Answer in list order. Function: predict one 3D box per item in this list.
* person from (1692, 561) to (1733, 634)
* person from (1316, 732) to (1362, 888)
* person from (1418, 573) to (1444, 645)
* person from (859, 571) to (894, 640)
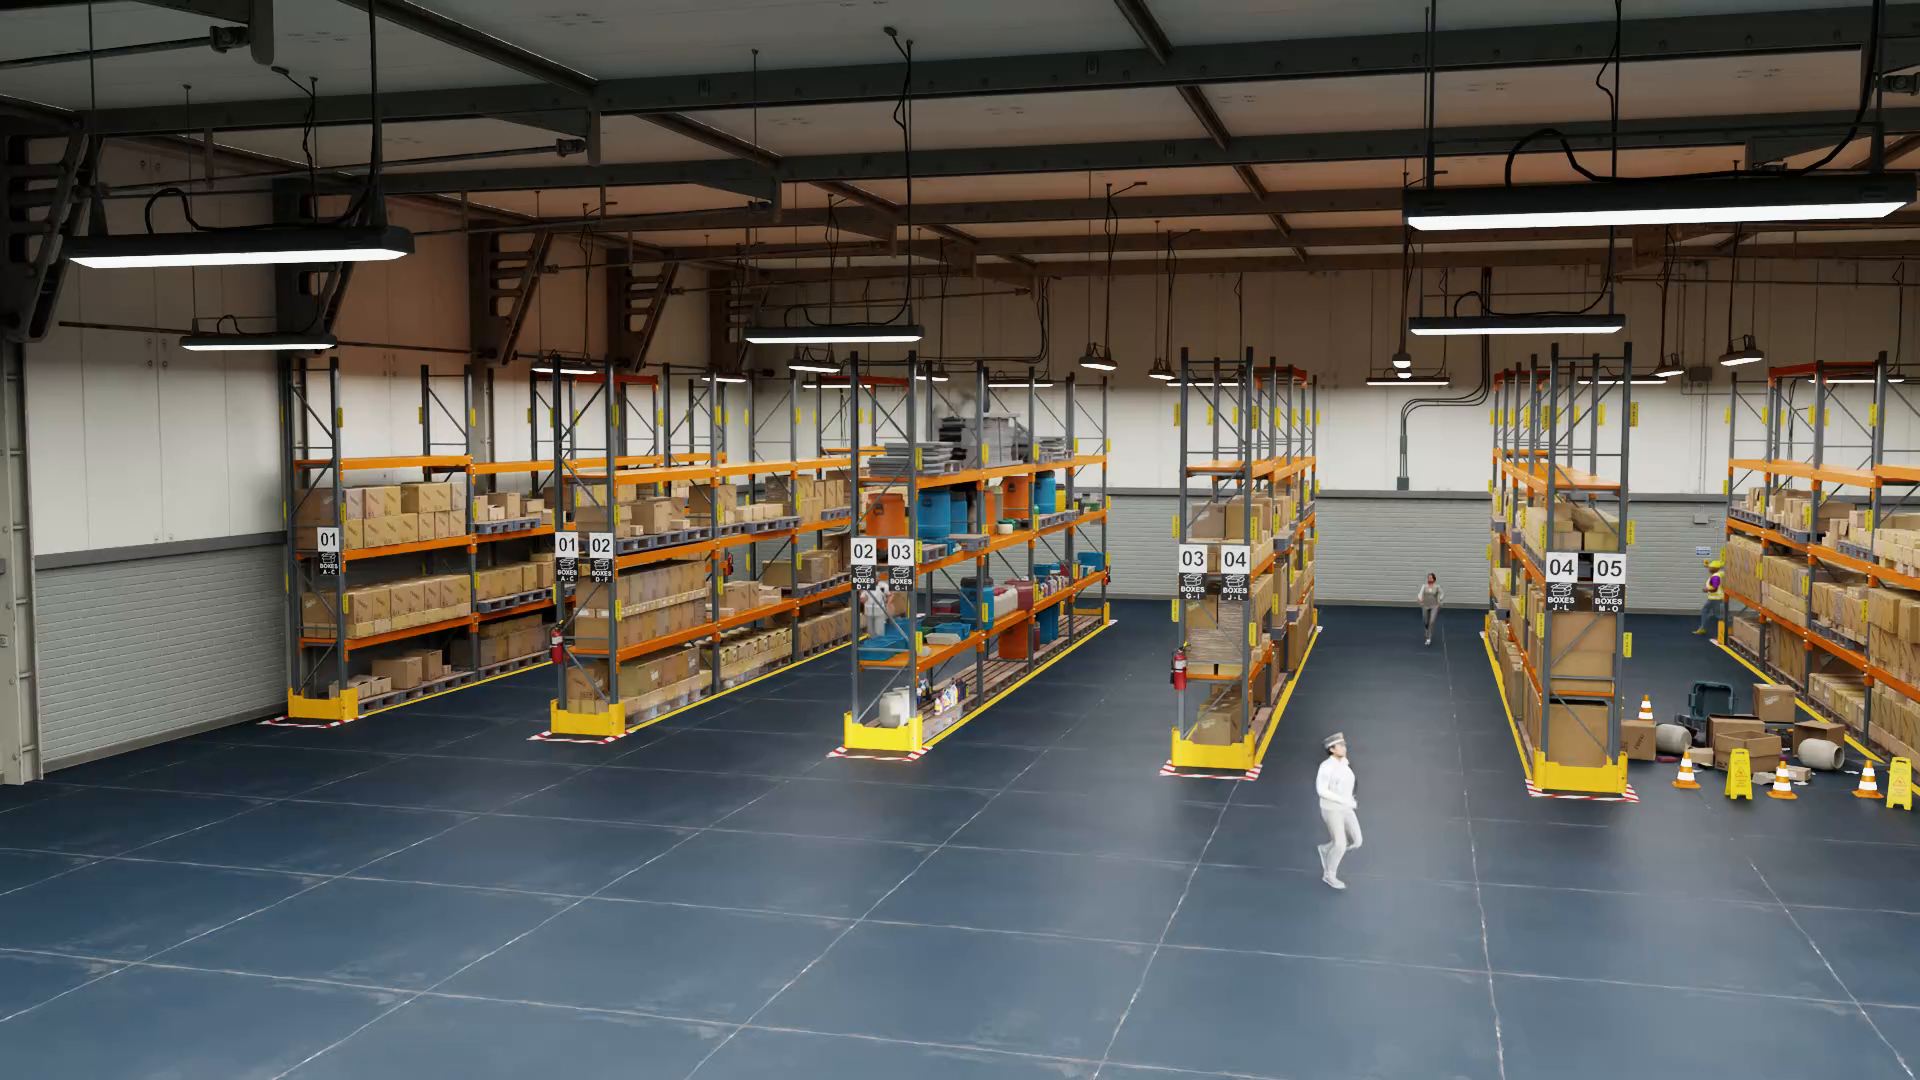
[{"bbox_3d":[17.262,1.333,38.017,0.944,1.738,0.747,2,5,27],"label":"person"},{"bbox_3d":[4.040,2.874,17.766,0.658,1.665,0.561,-4,6,-45],"label":"person"},{"bbox_3d":[10.451,1.519,36.925,0.540,1.581,0.720,2,4,21],"label":"person"},{"bbox_3d":[-1.638,1.489,32.126,0.640,1.894,0.729,1,4,10],"label":"person"}]
